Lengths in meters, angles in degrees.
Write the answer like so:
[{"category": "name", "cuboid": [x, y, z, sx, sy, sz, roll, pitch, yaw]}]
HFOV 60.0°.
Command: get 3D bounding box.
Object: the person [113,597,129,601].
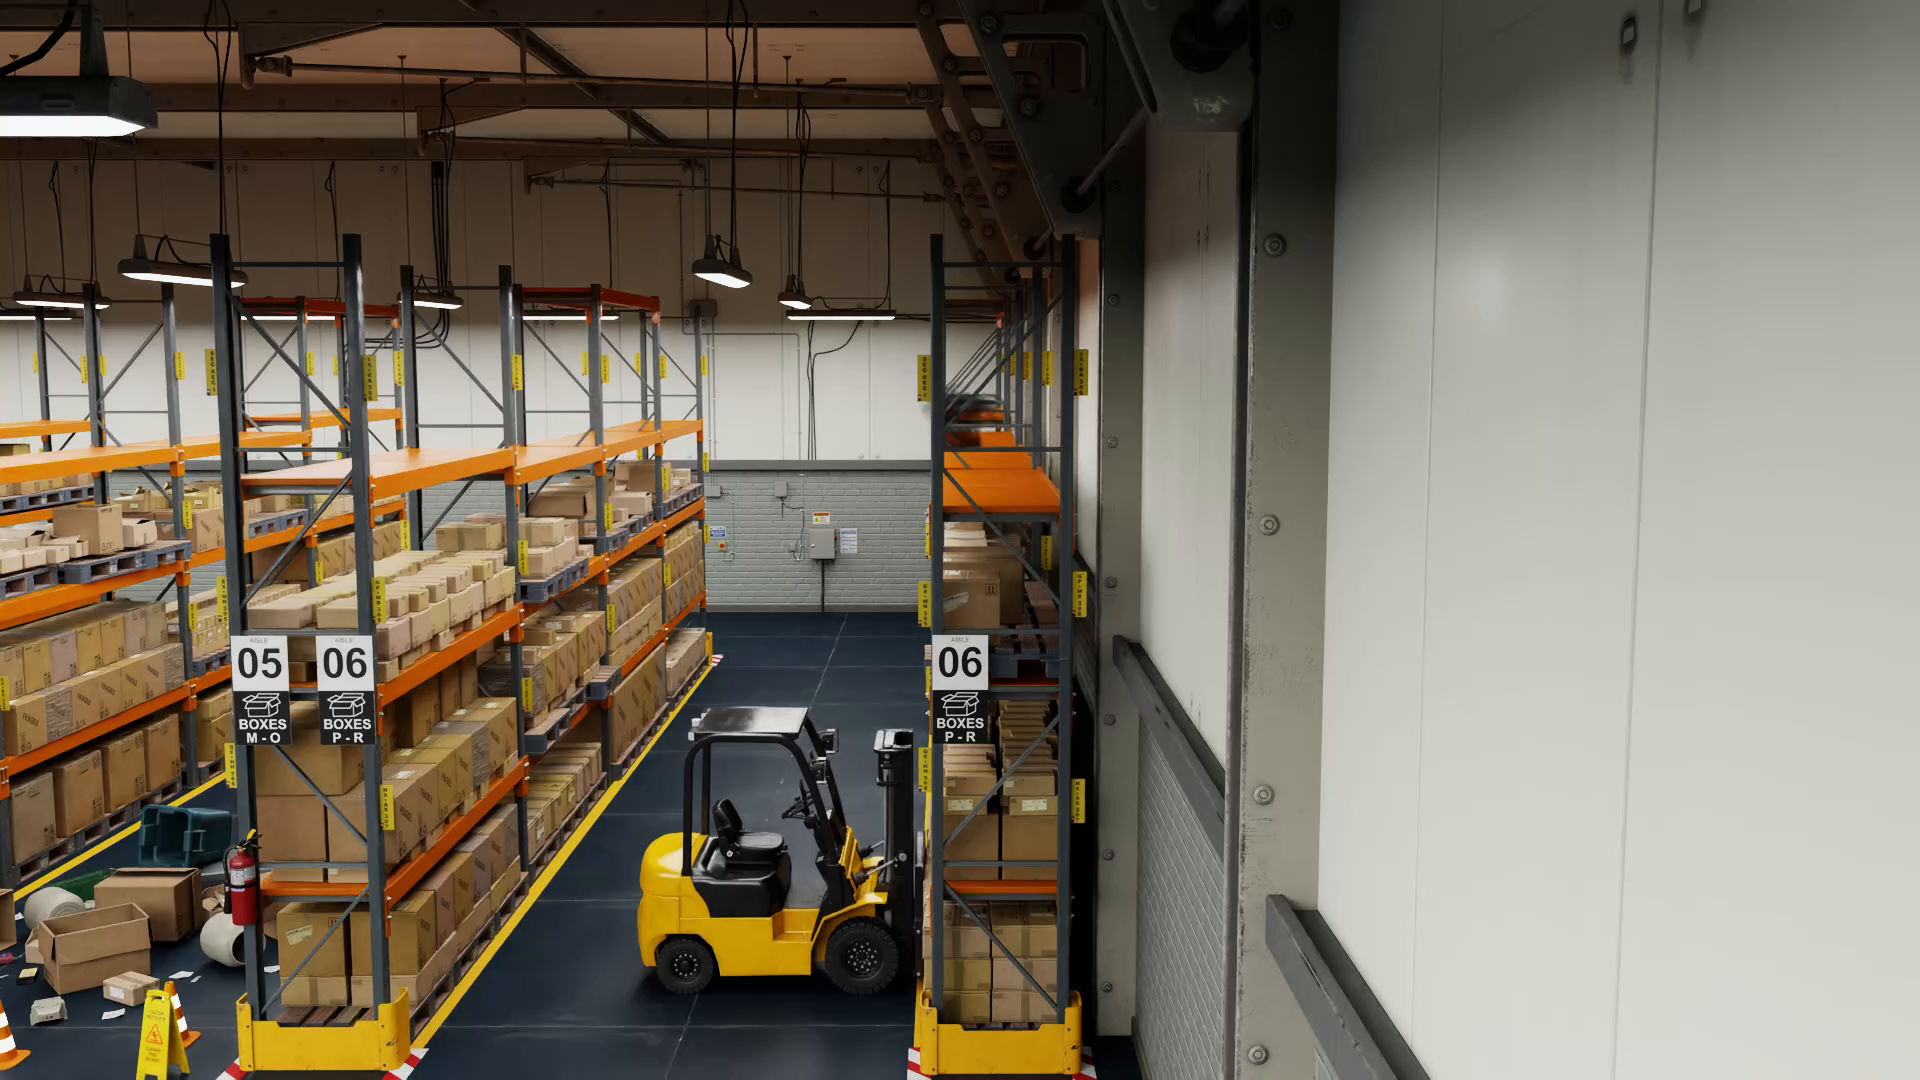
[{"category": "person", "cuboid": [-12.609, 1.611, 25.174, 0.608, 1.575, 0.740, -2, 7, -15]}]
